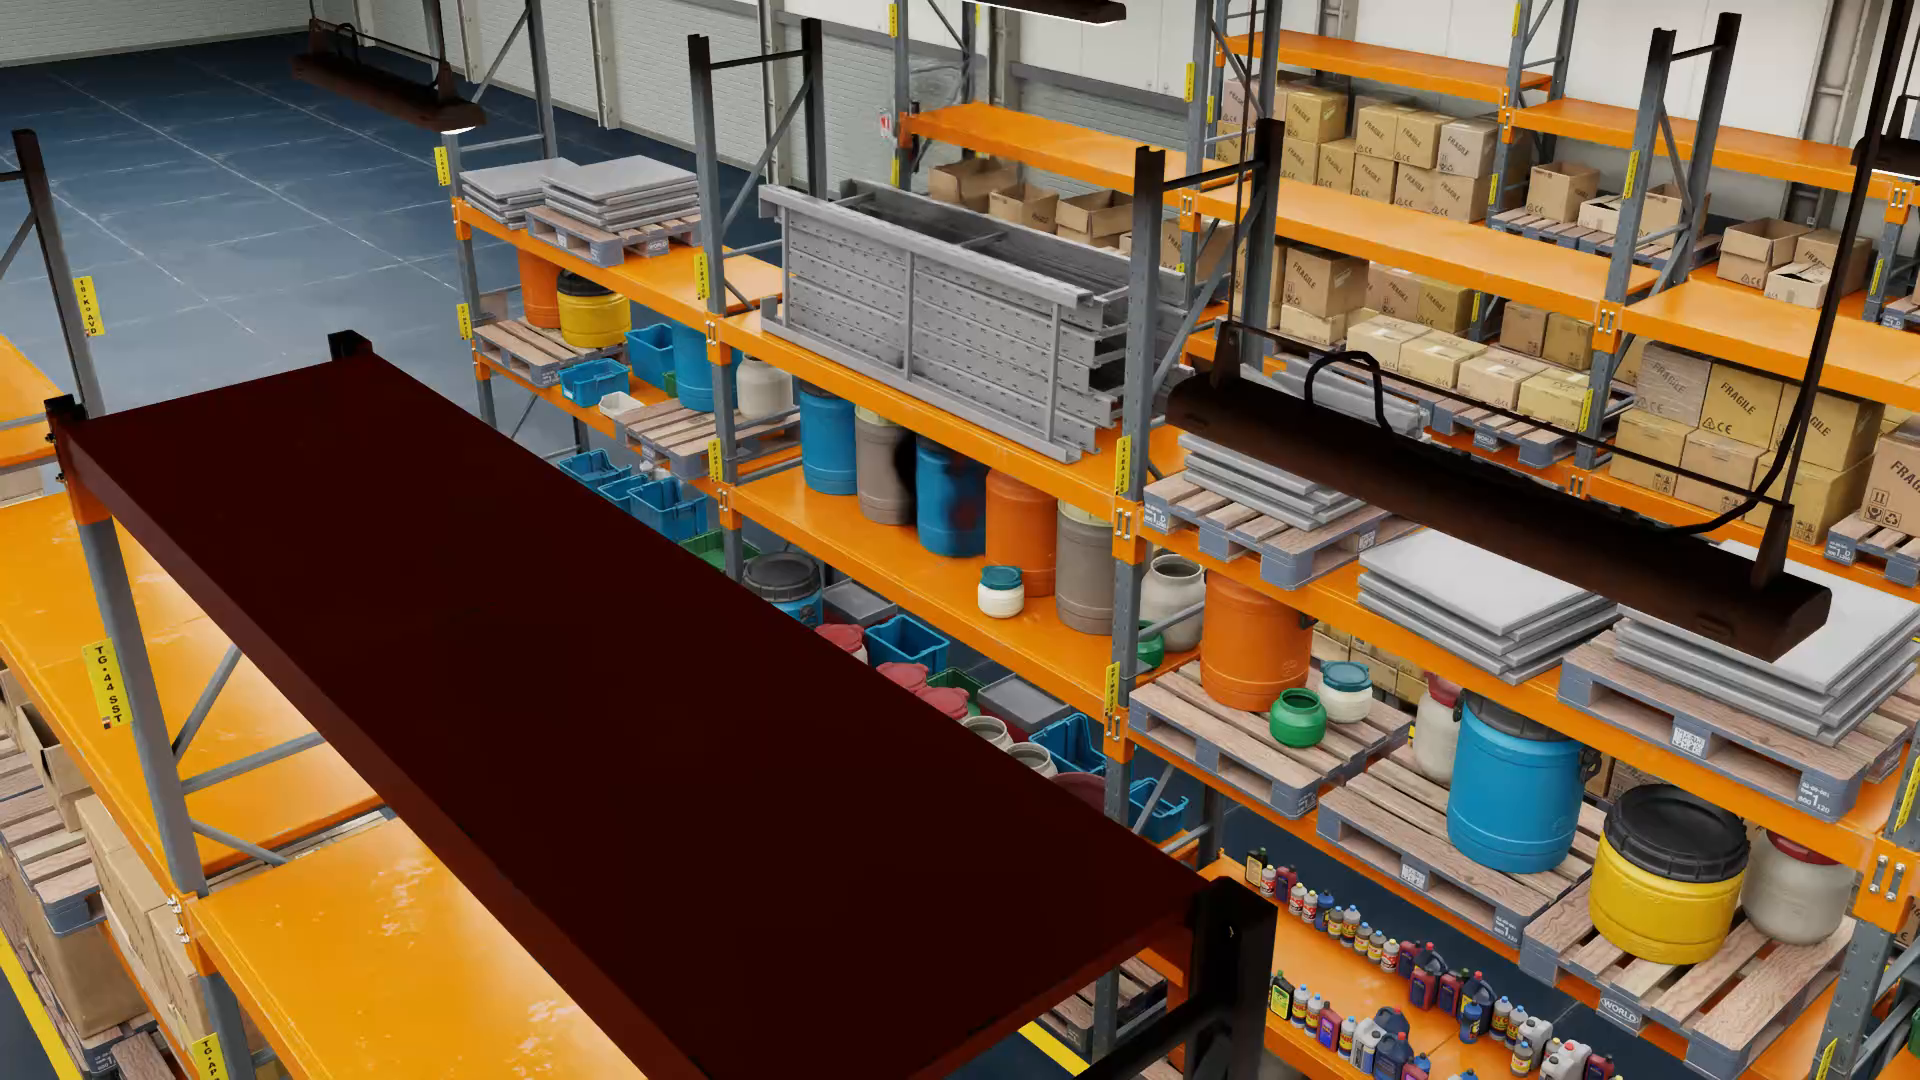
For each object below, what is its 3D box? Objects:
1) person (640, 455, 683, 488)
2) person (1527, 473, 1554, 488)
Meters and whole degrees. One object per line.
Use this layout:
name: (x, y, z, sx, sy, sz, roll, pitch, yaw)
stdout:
person: (-2.941, -0.555, 16.831, 0.841, 1.744, 0.618, 15, 30, 27)
person: (5.240, 0.109, 15.417, 0.674, 1.761, 0.643, -22, 34, -36)
